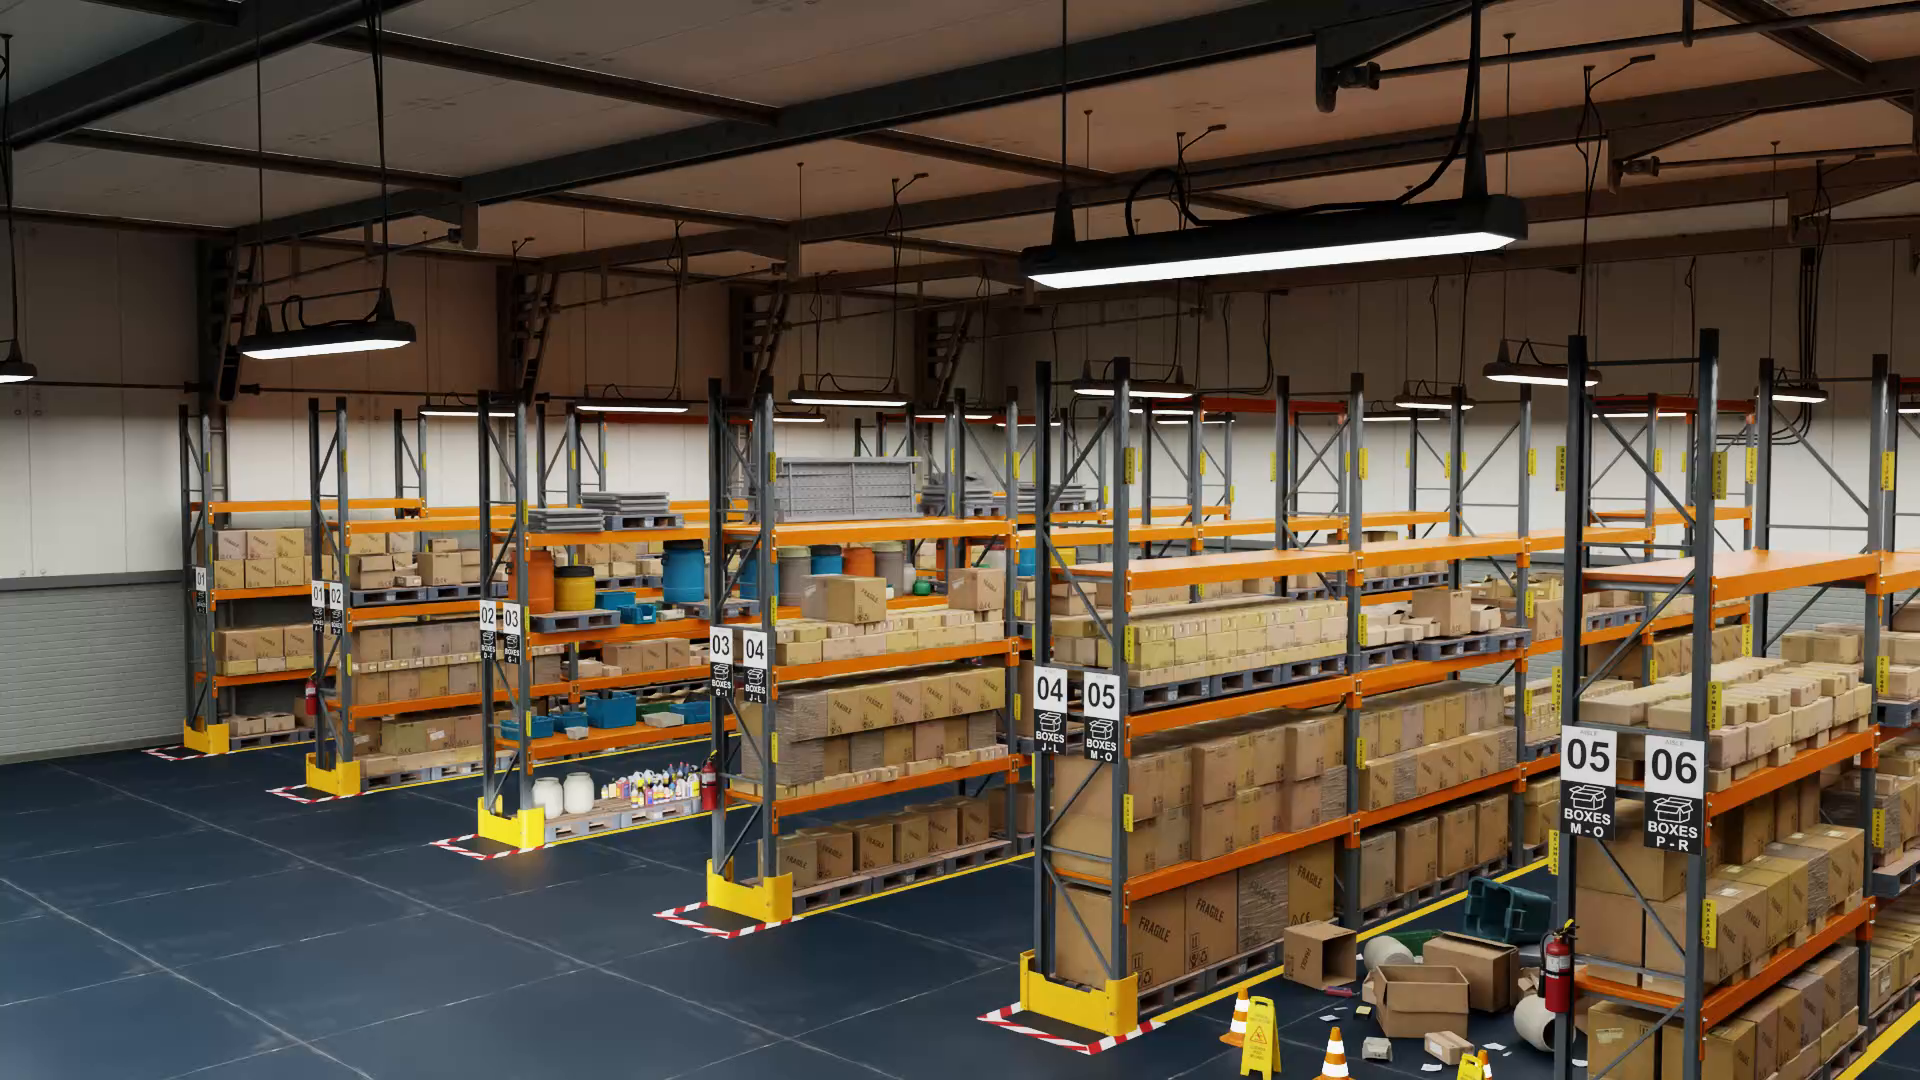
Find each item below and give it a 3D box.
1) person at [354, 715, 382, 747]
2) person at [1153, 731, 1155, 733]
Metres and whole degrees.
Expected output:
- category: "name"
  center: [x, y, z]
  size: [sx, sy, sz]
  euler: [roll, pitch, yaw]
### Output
- category: "person"
  center: [-9.887, 2.912, 27.695]
  size: [0.526, 1.708, 0.596]
  euler: [0, 3, 3]
- category: "person"
  center: [2.603, 3.163, 21.878]
  size: [0.383, 1.680, 0.539]
  euler: [1, 3, 25]
